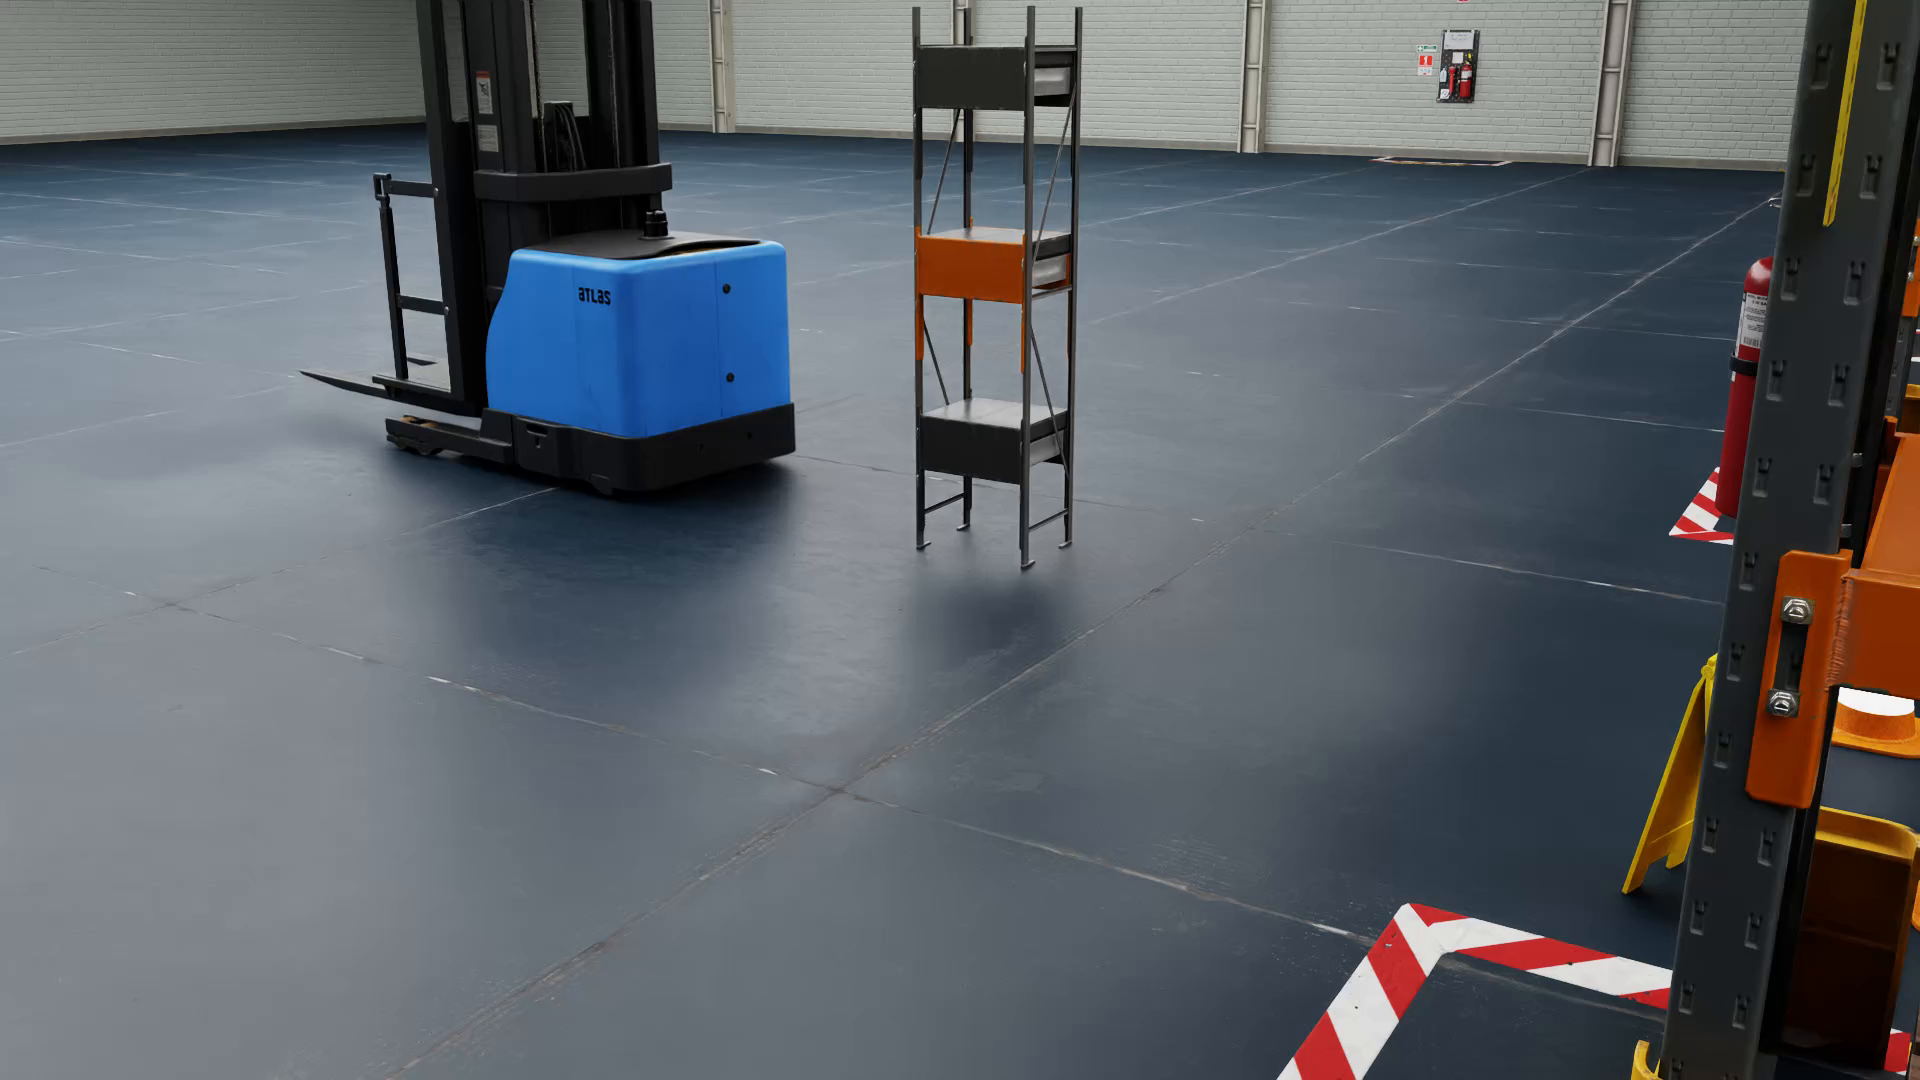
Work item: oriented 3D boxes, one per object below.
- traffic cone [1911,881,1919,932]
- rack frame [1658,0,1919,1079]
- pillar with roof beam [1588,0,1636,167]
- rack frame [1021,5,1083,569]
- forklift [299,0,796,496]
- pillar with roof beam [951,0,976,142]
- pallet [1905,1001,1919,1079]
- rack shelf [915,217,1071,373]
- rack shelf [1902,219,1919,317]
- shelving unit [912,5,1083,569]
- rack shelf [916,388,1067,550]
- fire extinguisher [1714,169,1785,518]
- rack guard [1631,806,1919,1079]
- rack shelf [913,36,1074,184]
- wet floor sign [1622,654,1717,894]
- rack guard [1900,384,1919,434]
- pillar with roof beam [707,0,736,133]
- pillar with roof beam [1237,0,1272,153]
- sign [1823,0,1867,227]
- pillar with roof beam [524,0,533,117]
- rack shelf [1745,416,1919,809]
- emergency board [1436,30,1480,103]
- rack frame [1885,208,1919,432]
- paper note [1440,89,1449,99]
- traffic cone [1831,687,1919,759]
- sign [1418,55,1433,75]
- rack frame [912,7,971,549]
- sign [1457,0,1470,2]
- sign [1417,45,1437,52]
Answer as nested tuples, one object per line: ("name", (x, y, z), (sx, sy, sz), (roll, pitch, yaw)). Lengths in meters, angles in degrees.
("traffic cone", (2.433, 0.680, 3.846), (0.334, 0.463, 0.336), (10, 20, 30))
("rack frame", (1.391, -0.280, 2.641), (0.127, 3.000, 1.000), (10, 20, 30))
("pillar with roof beam", (8.038, -9.239, 21.814), (0.400, 9.000, 9.100), (10, 20, 30))
("rack frame", (0.349, -0.942, 6.371), (0.015, 2.100, 0.400), (10, 20, 30))
("forklift", (-2.265, -1.927, 8.184), (3.031, 2.935, 1.130), (13, 21, 37))
("pillar with roof beam", (-2.188, -11.064, 27.823), (0.400, 9.000, 9.100), (10, 20, 30))
("pallet", (2.130, 1.198, 2.573), (1.213, 0.211, 1.003), (10, 20, 30))
("rack shelf", (0.141, -0.966, 6.497), (0.480, 0.518, 0.431), (10, 20, 30))
("rack shelf", (5.600, -0.873, 5.831), (4.000, 0.370, 1.077), (10, 20, 30))
("shelving unit", (0.141, -0.979, 6.493), (0.503, 2.100, 0.431), (10, 20, 30))
("rack shelf", (0.141, -0.297, 6.701), (0.480, 0.518, 0.431), (10, 20, 30))
("fire extinguisher", (1.535, -0.374, 3.085), (0.183, 0.674, 0.296), (10, 20, 30))
("rack guard", (1.456, 0.928, 2.966), (0.348, 0.500, 1.175), (10, 20, 30))
("rack shelf", (0.141, -1.636, 6.294), (0.480, 0.518, 0.431), (10, 20, 30))
("wet floor sign", (1.789, 0.553, 3.951), (0.267, 0.644, 0.232), (-13, 21, -37))
("rack guard", (3.875, -0.329, 7.103), (0.348, 0.500, 1.175), (10, 20, 30))
("pillar with roof beam", (-7.300, -11.977, 30.828), (0.400, 9.000, 9.100), (10, 20, 30))
("pillar with roof beam", (2.925, -10.152, 24.819), (0.400, 9.000, 9.100), (10, 20, 30))
("sign", (1.107, -0.559, 2.073), (0.005, 0.325, 0.100), (10, 20, 30))
("pillar with roof beam", (-12.413, -12.890, 33.832), (0.400, 9.000, 9.100), (10, 20, 30))
("rack shelf", (3.095, 0.369, 1.744), (4.000, 0.370, 1.077), (10, 20, 30))
("emergency board", (8.205, -7.820, 27.465), (0.643, 1.169, 0.194), (10, 20, 30))
("rack frame", (3.896, -1.521, 6.728), (0.127, 3.000, 1.000), (10, 20, 30))
("paper note", (8.090, -7.443, 27.738), (0.142, 0.148, 0.016), (10, 20, 30))
("traffic cone", (2.724, 0.353, 4.921), (0.334, 0.463, 0.336), (10, 20, 30))
("sign", (7.788, -7.947, 27.820), (0.234, 0.329, 0.001), (10, 20, 30))
("rack frame", (-0.067, -1.017, 6.615), (0.015, 2.100, 0.400), (10, 20, 30))
("sign", (8.250, -8.955, 27.213), (0.199, 0.298, 0.001), (10, 20, 30))
("sign", (7.787, -8.197, 27.734), (0.331, 0.109, 0.001), (10, 20, 30))
